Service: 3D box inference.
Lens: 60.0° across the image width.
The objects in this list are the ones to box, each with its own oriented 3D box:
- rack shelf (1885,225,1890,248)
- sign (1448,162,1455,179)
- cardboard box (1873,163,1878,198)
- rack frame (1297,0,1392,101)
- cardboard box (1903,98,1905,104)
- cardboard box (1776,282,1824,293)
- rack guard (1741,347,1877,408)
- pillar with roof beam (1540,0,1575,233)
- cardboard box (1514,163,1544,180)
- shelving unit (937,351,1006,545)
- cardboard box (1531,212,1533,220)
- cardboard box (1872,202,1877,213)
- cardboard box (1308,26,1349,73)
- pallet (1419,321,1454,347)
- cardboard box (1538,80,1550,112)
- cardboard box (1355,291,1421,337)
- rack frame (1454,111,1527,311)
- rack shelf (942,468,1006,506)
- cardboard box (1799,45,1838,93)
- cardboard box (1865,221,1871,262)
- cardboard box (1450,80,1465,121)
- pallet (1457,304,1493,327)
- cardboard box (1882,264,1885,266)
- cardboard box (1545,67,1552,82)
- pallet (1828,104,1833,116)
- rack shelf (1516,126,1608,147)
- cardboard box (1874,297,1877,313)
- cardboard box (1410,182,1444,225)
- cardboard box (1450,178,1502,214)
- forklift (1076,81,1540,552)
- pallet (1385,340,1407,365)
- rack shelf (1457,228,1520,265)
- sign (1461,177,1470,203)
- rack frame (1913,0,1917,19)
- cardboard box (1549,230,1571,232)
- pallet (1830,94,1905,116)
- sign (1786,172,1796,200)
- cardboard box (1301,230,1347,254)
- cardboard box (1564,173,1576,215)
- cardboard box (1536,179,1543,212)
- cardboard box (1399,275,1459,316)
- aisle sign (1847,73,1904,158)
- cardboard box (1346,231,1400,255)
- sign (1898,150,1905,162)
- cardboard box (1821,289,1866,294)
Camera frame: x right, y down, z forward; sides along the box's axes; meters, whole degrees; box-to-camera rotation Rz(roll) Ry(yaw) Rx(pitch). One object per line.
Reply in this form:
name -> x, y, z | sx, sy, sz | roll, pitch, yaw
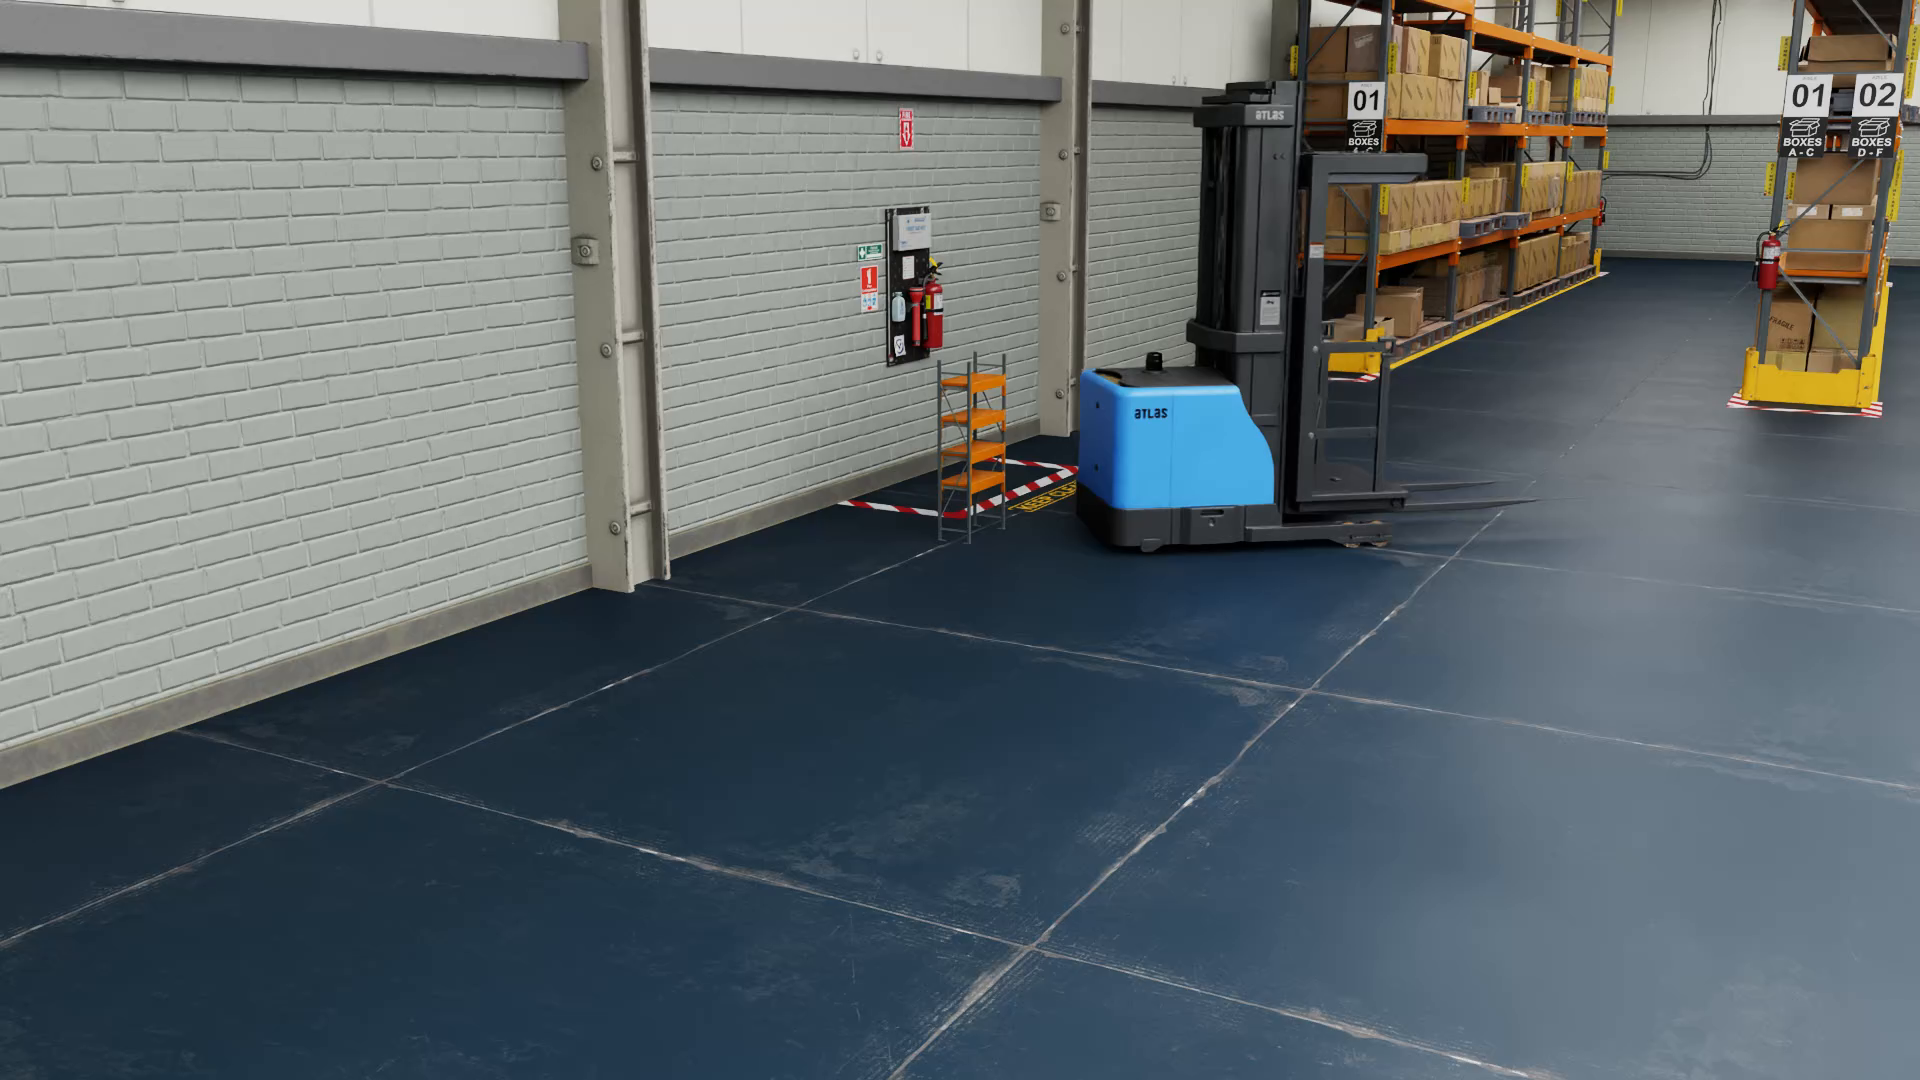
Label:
rack shelf -> 13.411, -4.568, 25.116 | 1.077, 0.370, 4.000 | 7, 15, 28
sign -> 7.618, -5.693, 25.777 | 0.100, 0.325, 0.005 | 7, 15, 28
cardboard box -> 9.574, -3.965, 18.100 | 0.700, 0.500, 0.500 | 7, 15, 28
rack frame -> 4.238, -6.343, 18.143 | 1.000, 3.000, 0.127 | 7, 15, 28
cardboard box -> 15.322, -7.232, 27.484 | 0.500, 0.250, 0.500 | 7, 15, 28
cardboard box -> 9.777, -2.756, 19.434 | 0.500, 0.500, 0.500 | 7, 15, 28
rack guard -> 8.565, -1.646, 16.794 | 1.175, 0.500, 0.348 | 7, 15, 28
pillar with roof beam -> 16.290, -9.790, 32.440 | 9.100, 9.000, 0.400 | 7, 15, 28
cardboard box -> 9.048, -5.913, 26.668 | 0.500, 0.250, 0.500 | 7, 15, 28
shelving unit -> 0.080, -0.617, 11.034 | 0.258, 1.200, 0.503 | 7, 15, 28
cardboard box -> 9.065, -5.264, 26.961 | 0.380, 0.149, 0.250 | 8, 16, 29
cardboard box -> 9.326, -3.443, 17.318 | 0.380, 0.149, 0.250 | 7, 15, 27
cardboard box -> 4.218, -5.547, 18.853 | 0.500, 0.500, 0.500 | 8, 16, 31
pallet -> 5.878, -2.750, 21.989 | 1.003, 0.211, 1.213 | 7, 15, 28
cardboard box -> 9.306, -7.320, 27.442 | 0.700, 0.500, 0.500 | 7, 15, 27
cardboard box -> 5.326, -2.819, 20.720 | 0.700, 0.500, 0.500 | 6, 15, 25
rack frame -> 8.106, -5.068, 25.654 | 1.000, 3.000, 0.127 | 7, 15, 28
rack shelf -> 0.080, -0.359, 11.096 | 0.258, 0.148, 0.480 | 7, 15, 28
cardboard box -> 9.604, -5.144, 18.154 | 0.797, 0.503, 0.637 | 9, 16, 34
cardboard box -> 9.308, -3.218, 17.770 | 0.700, 0.500, 0.500 | 7, 15, 28
cardboard box -> 6.143, -5.632, 21.337 | 0.500, 0.500, 0.500 | 8, 16, 30
pallet -> 7.136, -3.303, 24.283 | 1.003, 0.211, 1.213 | 7, 15, 28
cardboard box -> 13.901, -3.990, 25.577 | 0.500, 0.500, 0.500 | 8, 16, 29
cardboard box -> 10.173, -8.061, 29.280 | 0.500, 0.500, 0.500 | 7, 15, 28
pallet -> 10.925, -5.234, 20.353 | 0.805, 0.209, 1.217 | 7, 15, 26
rack shelf -> 11.006, -7.407, 30.493 | 1.077, 0.370, 4.000 | 7, 15, 28
cardboard box -> 10.928, -2.883, 20.367 | 0.500, 0.311, 0.500 | 7, 15, 28
cardboard box -> 5.725, -4.211, 20.779 | 0.500, 0.500, 0.500 | 7, 15, 26
cardboard box -> 7.641, -5.115, 24.698 | 0.700, 0.500, 0.500 | 6, 15, 23
forklift -> 2.366, -1.493, 10.974 | 3.031, 2.935, 1.130 | -2, 14, -10
pallet -> 4.699, -2.249, 19.913 | 1.003, 0.211, 1.213 | 7, 15, 28
rack shelf -> 7.139, -4.308, 24.037 | 1.077, 0.370, 4.000 | 7, 15, 28
sign -> 6.651, -4.608, 21.900 | 0.100, 0.325, 0.005 | 7, 15, 28
rack frame -> 14.378, -8.244, 26.030 | 1.000, 3.000, 0.127 | 7, 15, 28
cardboard box -> 11.608, -5.907, 32.188 | 0.380, 0.149, 0.250 | 7, 15, 28
pallet -> 10.121, -4.924, 18.846 | 1.003, 0.211, 1.213 | 7, 15, 28
sign -> 10.031, -4.271, 20.046 | 0.100, 0.325, 0.005 | 7, 15, 28
cardboard box -> 4.295, -3.481, 19.350 | 0.500, 0.250, 0.500 | 8, 16, 29
cardboard box -> 10.316, -6.144, 29.477 | 0.980, 0.700, 0.700 | 8, 16, 29
cardboard box -> 9.067, -5.549, 26.762 | 0.500, 0.500, 0.500 | 7, 15, 28
cardboard box -> 6.513, -3.399, 23.126 | 0.700, 0.500, 0.500 | 8, 16, 30
aisle sign -> 8.813, -4.082, 16.017 | 0.394, 0.787, 0.004 | 7, 15, 28
cardboard box -> 4.752, -3.427, 19.128 | 0.500, 0.250, 0.500 | 7, 15, 26
sign -> 16.788, -6.798, 29.687 | 0.100, 0.325, 0.005 | 7, 15, 28
cardboard box -> 9.758, -2.490, 18.334 | 0.500, 0.500, 0.500 | 7, 15, 28
